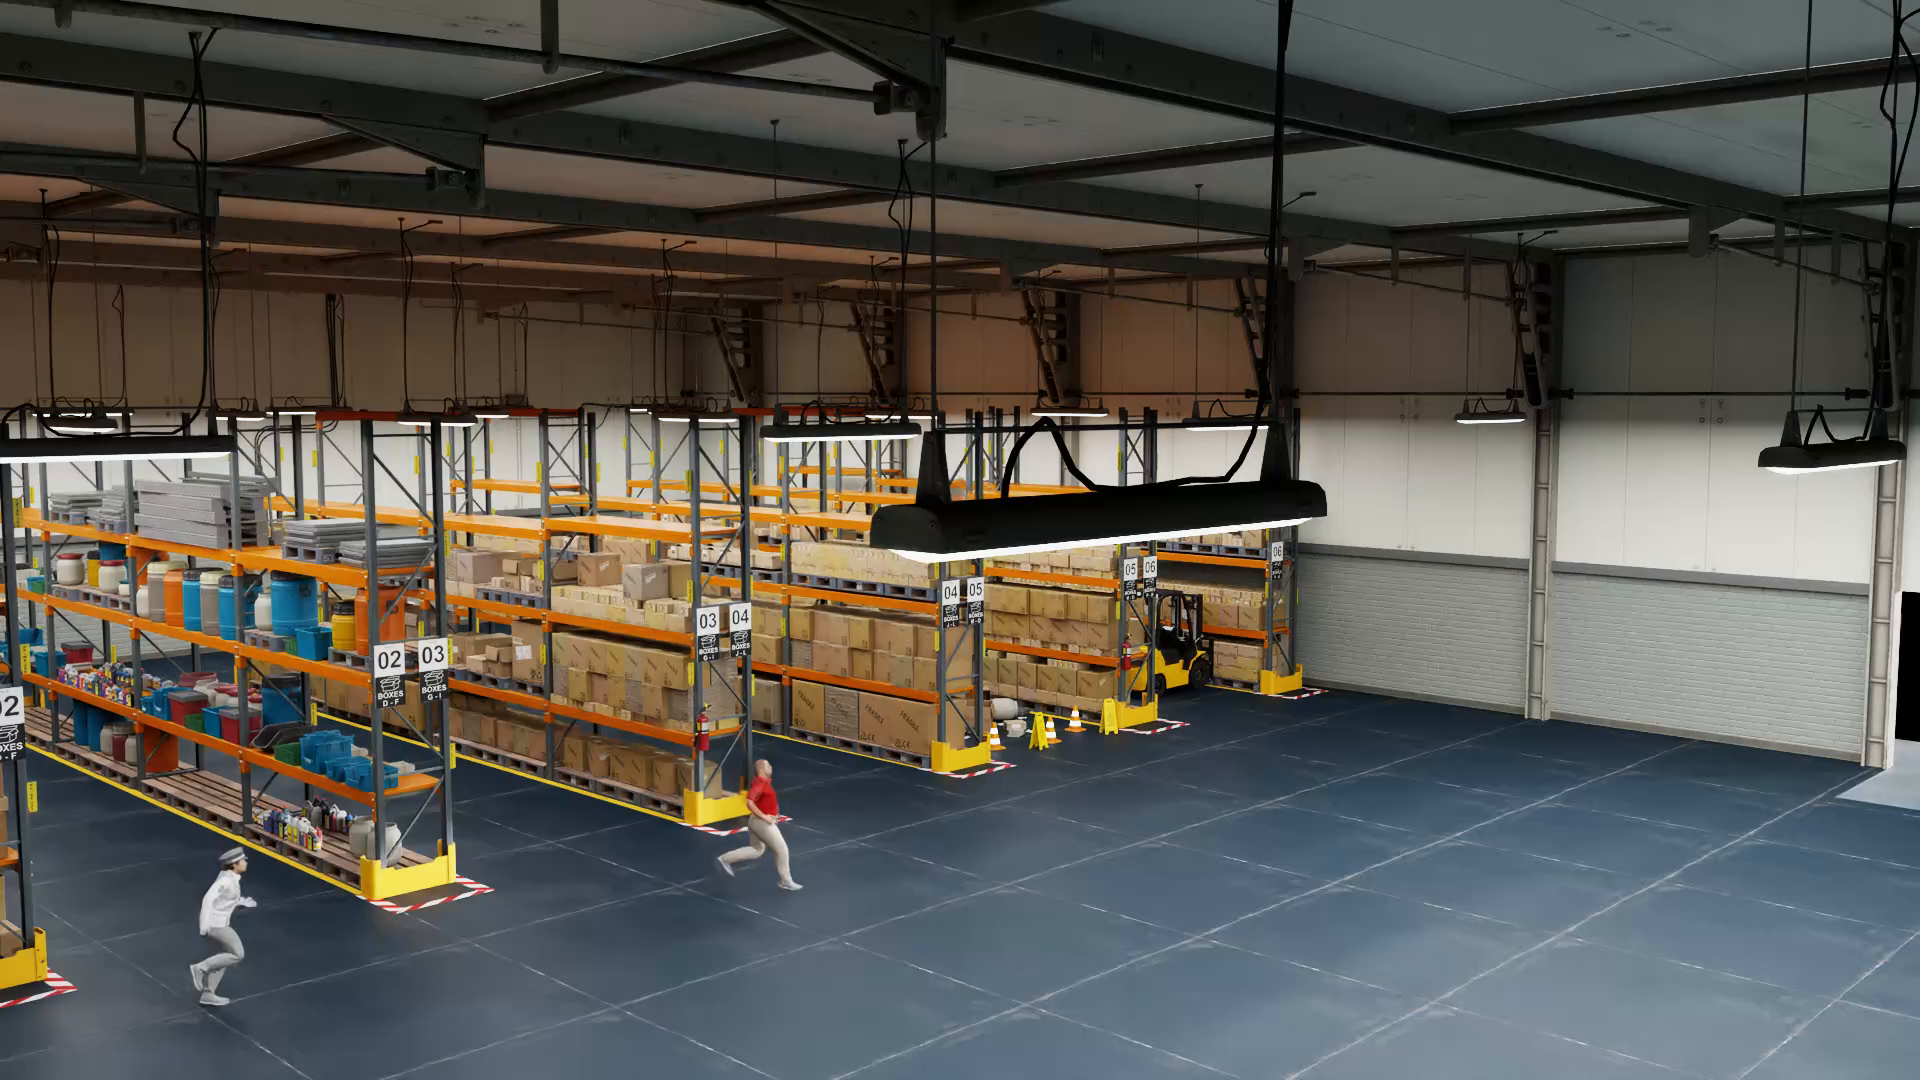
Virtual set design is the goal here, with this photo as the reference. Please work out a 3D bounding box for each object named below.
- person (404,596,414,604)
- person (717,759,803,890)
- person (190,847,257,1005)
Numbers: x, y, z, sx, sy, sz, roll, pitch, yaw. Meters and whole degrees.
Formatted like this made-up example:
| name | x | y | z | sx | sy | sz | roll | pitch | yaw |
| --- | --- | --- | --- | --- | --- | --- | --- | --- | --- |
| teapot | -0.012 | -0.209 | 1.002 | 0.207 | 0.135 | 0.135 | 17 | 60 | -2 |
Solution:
| name | x | y | z | sx | sy | sz | roll | pitch | yaw |
| --- | --- | --- | --- | --- | --- | --- | --- | --- | --- |
| person | -13.051 | 2.038 | 38.807 | 0.910 | 1.697 | 0.697 | 1 | 5 | 9 |
| person | -2.544 | 3.636 | 21.148 | 1.065 | 1.728 | 0.638 | -2 | 5 | -19 |
| person | -7.654 | 4.010 | 17.280 | 0.669 | 1.616 | 0.605 | -3 | 6 | -30 |
